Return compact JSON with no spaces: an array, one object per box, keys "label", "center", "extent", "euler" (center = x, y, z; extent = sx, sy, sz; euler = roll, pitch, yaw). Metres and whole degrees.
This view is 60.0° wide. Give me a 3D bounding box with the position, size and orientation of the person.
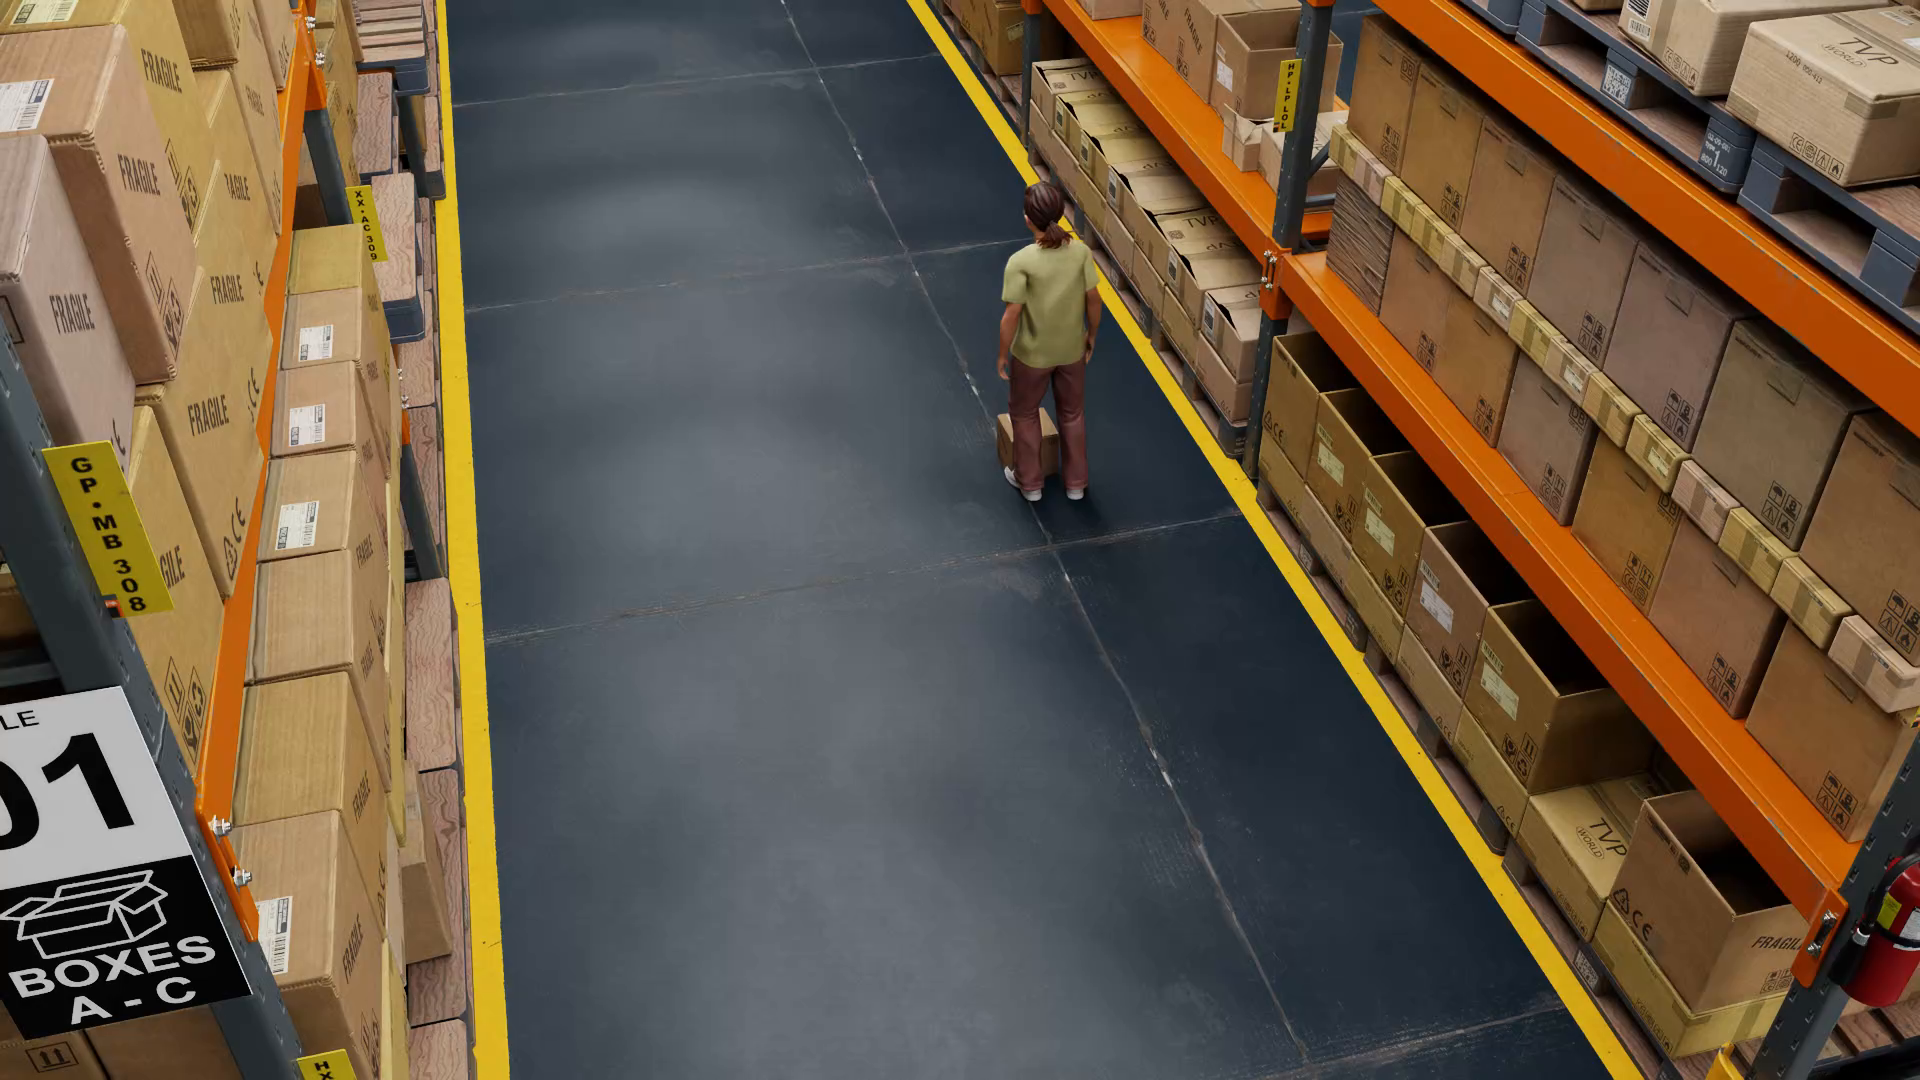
[{"label":"person","center":[0.402,-0.912,7.870],"extent":[0.521,1.671,0.415],"euler":[-12,40,-14]}]
